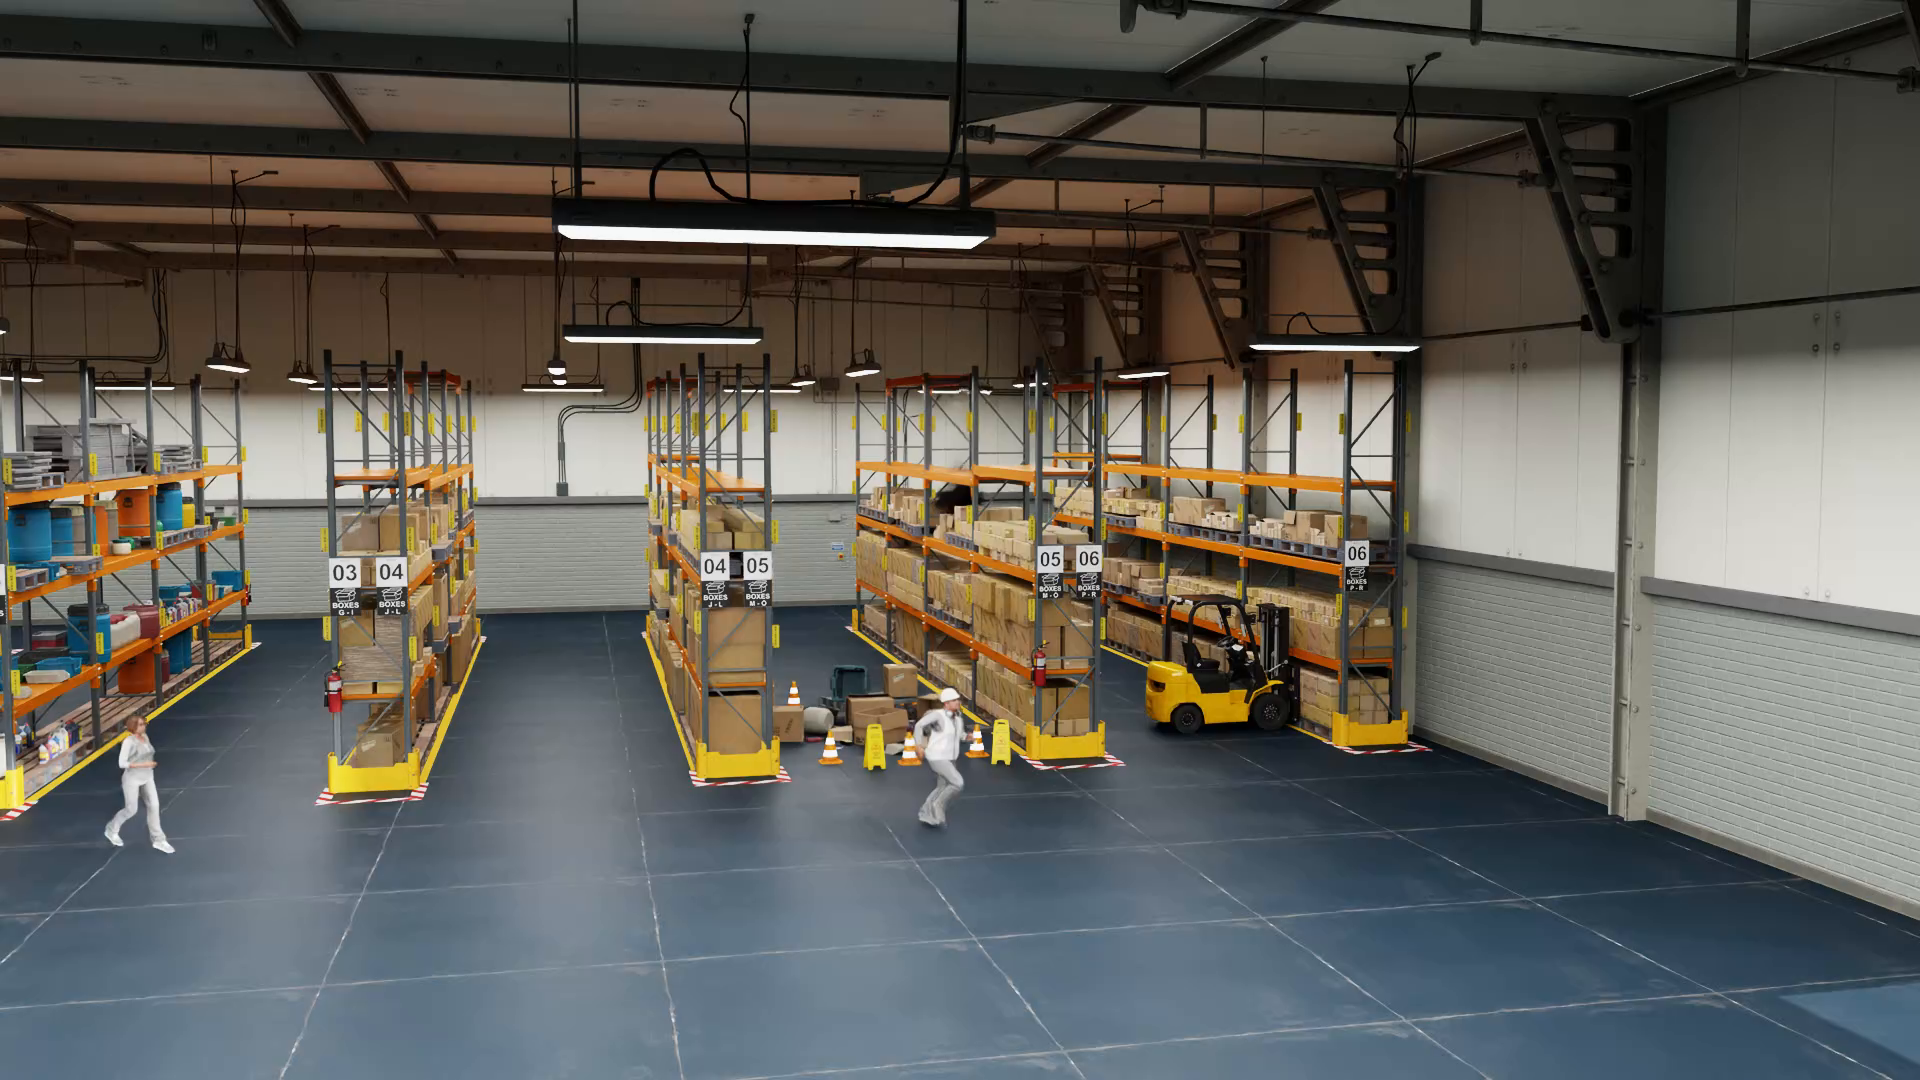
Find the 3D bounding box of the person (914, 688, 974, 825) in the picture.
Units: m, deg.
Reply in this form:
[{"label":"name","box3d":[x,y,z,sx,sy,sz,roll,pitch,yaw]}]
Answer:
[{"label":"person","box3d":[-0.180,2.688,20.550,0.766,1.723,0.690,3,5,34]}]

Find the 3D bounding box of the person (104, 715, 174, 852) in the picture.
[{"label":"person","box3d":[-9.597,2.836,19.361,0.876,1.603,0.540,1,4,16]}]
